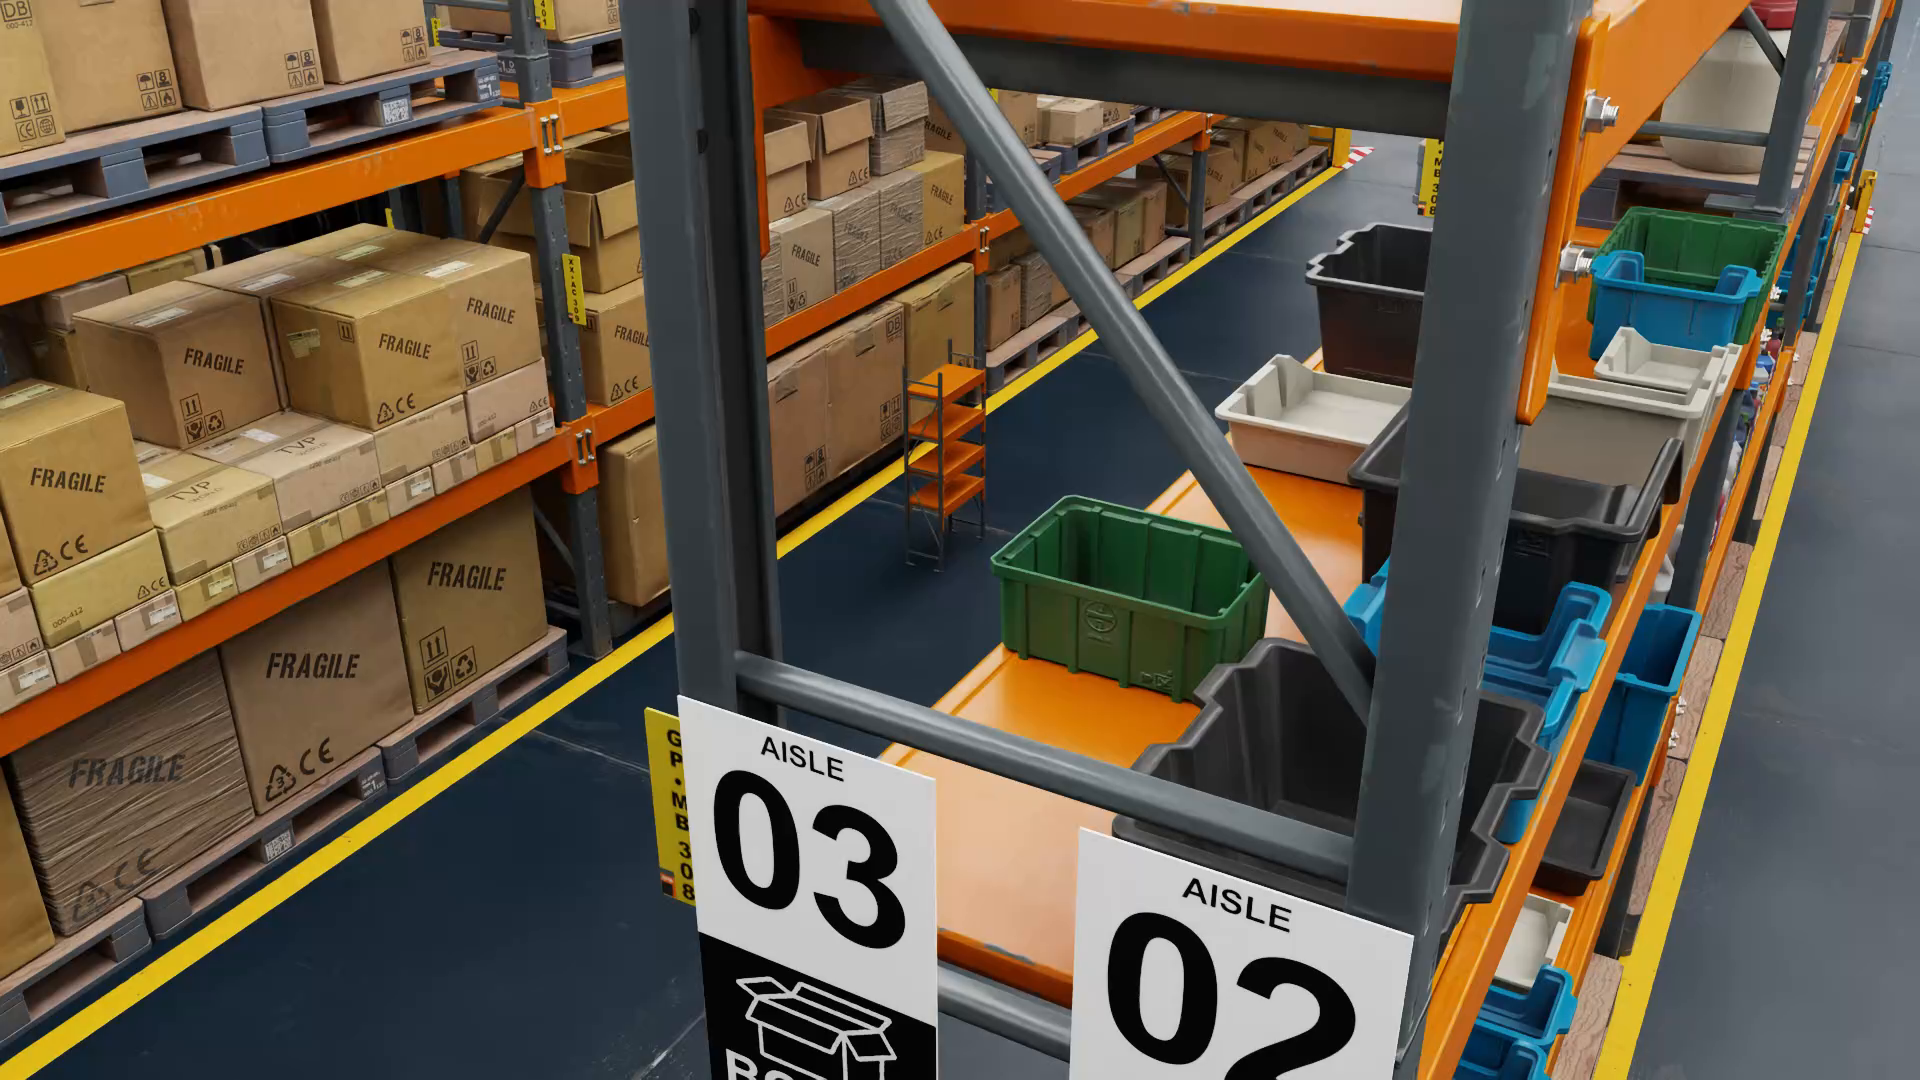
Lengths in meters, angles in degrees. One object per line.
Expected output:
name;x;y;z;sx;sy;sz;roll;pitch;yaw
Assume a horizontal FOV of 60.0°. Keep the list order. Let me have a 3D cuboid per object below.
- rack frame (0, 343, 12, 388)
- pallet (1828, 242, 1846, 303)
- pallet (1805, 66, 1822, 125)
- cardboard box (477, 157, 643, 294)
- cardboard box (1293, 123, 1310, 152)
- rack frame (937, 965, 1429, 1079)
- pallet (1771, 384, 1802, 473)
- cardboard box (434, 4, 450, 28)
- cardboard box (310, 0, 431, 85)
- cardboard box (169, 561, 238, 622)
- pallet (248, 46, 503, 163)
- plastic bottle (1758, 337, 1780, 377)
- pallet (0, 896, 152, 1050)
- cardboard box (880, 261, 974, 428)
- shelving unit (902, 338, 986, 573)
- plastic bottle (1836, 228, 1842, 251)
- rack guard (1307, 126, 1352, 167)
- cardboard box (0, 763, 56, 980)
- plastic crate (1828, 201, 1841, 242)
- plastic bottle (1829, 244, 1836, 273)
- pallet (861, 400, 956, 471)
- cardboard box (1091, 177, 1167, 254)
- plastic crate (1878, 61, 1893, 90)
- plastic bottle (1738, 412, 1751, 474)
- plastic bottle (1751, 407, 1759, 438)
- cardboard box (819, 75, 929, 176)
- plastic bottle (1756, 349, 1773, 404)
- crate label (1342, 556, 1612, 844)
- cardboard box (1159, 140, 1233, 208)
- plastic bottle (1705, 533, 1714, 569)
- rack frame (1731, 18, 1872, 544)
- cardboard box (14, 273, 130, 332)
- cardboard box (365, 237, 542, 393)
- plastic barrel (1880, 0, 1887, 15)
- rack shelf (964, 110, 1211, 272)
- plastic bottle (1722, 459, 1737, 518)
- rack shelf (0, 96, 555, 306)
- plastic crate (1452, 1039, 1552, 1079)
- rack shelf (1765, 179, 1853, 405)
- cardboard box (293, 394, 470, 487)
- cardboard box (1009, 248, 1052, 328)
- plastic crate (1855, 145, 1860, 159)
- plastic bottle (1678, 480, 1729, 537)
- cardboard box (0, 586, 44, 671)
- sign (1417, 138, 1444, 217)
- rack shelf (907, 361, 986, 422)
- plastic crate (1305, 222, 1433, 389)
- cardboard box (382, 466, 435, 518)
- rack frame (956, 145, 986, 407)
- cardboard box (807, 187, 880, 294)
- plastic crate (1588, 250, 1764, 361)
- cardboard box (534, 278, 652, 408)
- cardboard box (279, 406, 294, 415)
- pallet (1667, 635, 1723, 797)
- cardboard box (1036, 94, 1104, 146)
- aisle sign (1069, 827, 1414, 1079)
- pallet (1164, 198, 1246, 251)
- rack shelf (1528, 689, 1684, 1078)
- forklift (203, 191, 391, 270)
rack frame;-6.525;-1.981;10.356;1.000;3.000;0.127;14;30;26
pallet;6.957;-2.359;14.227;1.003;0.211;1.213;14;30;26
pallet;2.912;-1.785;6.825;1.003;0.211;1.213;14;30;26
cardboard box;-1.949;-1.593;8.349;0.797;0.503;0.637;13;30;25
cardboard box;3.325;-4.356;17.424;0.500;0.500;0.500;21;33;35
rack frame;0.088;1.801;2.802;1.000;3.000;0.127;14;30;26
pallet;5.040;-0.837;11.187;1.003;0.211;1.213;14;30;26
cardboard box;-4.327;-4.204;13.569;0.700;0.500;0.500;14;30;26
cardboard box;-2.589;-2.149;6.649;0.700;0.500;0.500;12;29;23
cardboard box;-3.006;0.157;6.367;0.380;0.149;0.250;13;30;25
pallet;-2.668;-1.834;6.811;1.003;0.211;1.213;14;30;26
plastic bottle;4.124;-0.936;8.491;0.097;0.201;0.097;0;27;0
pallet;-3.899;1.628;6.262;1.003;0.211;1.213;14;30;26
cardboard box;-0.646;-1.381;11.063;1.225;0.875;0.875;13;29;24
shelving unit;-0.081;-0.472;9.353;0.258;1.200;0.503;14;30;26
plastic bottle;7.396;-2.555;14.047;0.061;0.283;0.133;15;30;27
rack guard;3.610;-4.378;17.938;1.175;0.500;0.348;14;30;26
cardboard box;-3.979;1.205;5.896;0.875;0.875;0.875;14;30;26
plastic crate;5.381;-2.041;10.712;0.450;0.188;0.662;14;30;26
plastic bottle;7.052;-2.351;13.563;0.144;0.351;0.185;14;30;26
pallet;-0.742;-0.870;11.253;1.003;0.211;1.213;14;30;26
cardboard box;1.359;-2.811;14.316;0.700;0.500;0.500;12;29;22
plastic crate;7.974;-4.108;14.771;0.499;0.251;0.616;14;30;26
plastic bottle;3.477;-0.444;7.416;0.061;0.283;0.133;14;30;26
plastic bottle;3.675;-0.580;7.780;0.097;0.201;0.097;0;27;0
cardboard box;-0.662;-2.620;10.400;0.797;0.503;0.637;15;30;28
plastic bottle;3.914;-0.801;8.144;0.097;0.271;0.097;0;27;0
crate label;0.824;0.237;2.740;0.408;0.251;0.502;14;30;26
cardboard box;2.186;-3.409;15.532;0.500;0.500;0.500;-22;34;-37
plastic bottle;2.924;0.014;6.592;0.097;0.201;0.097;0;27;0
rack frame;4.024;-1.317;9.030;1.000;3.000;0.127;14;30;26
cardboard box;-5.931;-1.616;11.112;0.500;0.250;0.500;13;29;24
cardboard box;-2.249;-1.012;7.419;0.500;0.500;0.500;15;30;28
plastic barrel;4.939;-3.378;9.316;0.600;0.830;0.708;14;30;26
rack shelf;0.696;-2.866;12.927;1.077;0.370;4.000;14;30;26
plastic bottle;3.185;-0.251;7.038;0.152;0.276;0.135;14;30;26
rack shelf;-3.240;-1.089;6.028;1.077;0.370;4.000;14;30;26
plastic crate;1.144;1.312;3.899;0.416;0.233;0.300;14;30;26
rack shelf;5.008;-1.775;10.749;1.077;0.370;4.000;14;30;26
cardboard box;-2.497;-0.483;7.199;0.500;0.250;0.500;15;30;28
cardboard box;0.286;-1.971;12.638;0.700;0.500;0.500;12;29;22
plastic crate;6.360;-3.024;12.510;0.767;0.338;0.504;14;30;26
plastic bottle;3.071;-0.160;6.858;0.152;0.276;0.135;14;30;26
cardboard box;-3.503;0.312;5.611;0.500;0.250;0.500;14;30;25
sign;1.578;-1.226;5.486;0.100;0.325;0.005;14;30;26
rack shelf;-0.081;-0.823;9.177;0.258;0.148;0.480;14;30;26
plastic crate;1.206;-0.618;4.428;0.497;0.269;0.590;14;30;26
cardboard box;-2.500;-0.245;7.169;0.380;0.149;0.250;15;30;27
rack frame;-0.288;-2.408;11.209;1.000;3.000;0.127;14;30;26
cardboard box;-0.818;-1.810;9.902;0.500;0.500;0.500;13;29;24
plastic crate;1.886;-0.600;4.433;0.416;0.233;0.300;14;30;26
cardboard box;-1.812;-1.018;8.321;0.500;0.500;0.500;14;30;26
cardboard box;-2.964;-0.597;7.427;0.500;0.250;0.500;14;30;26
pallet;3.071;0.720;8.076;1.003;0.211;1.213;14;30;26
cardboard box;0.736;-3.131;12.353;0.500;0.250;0.500;13;30;25
aisle sign;0.312;0.731;2.034;0.394;0.787;0.004;14;30;26
pallet;1.979;-2.989;15.486;1.003;0.211;1.213;14;30;26
rack shelf;1.072;1.343;4.520;1.077;0.370;4.000;14;30;26
forklift;-4.396;-2.215;10.901;1.130;2.935;3.031;-20;33;-35
